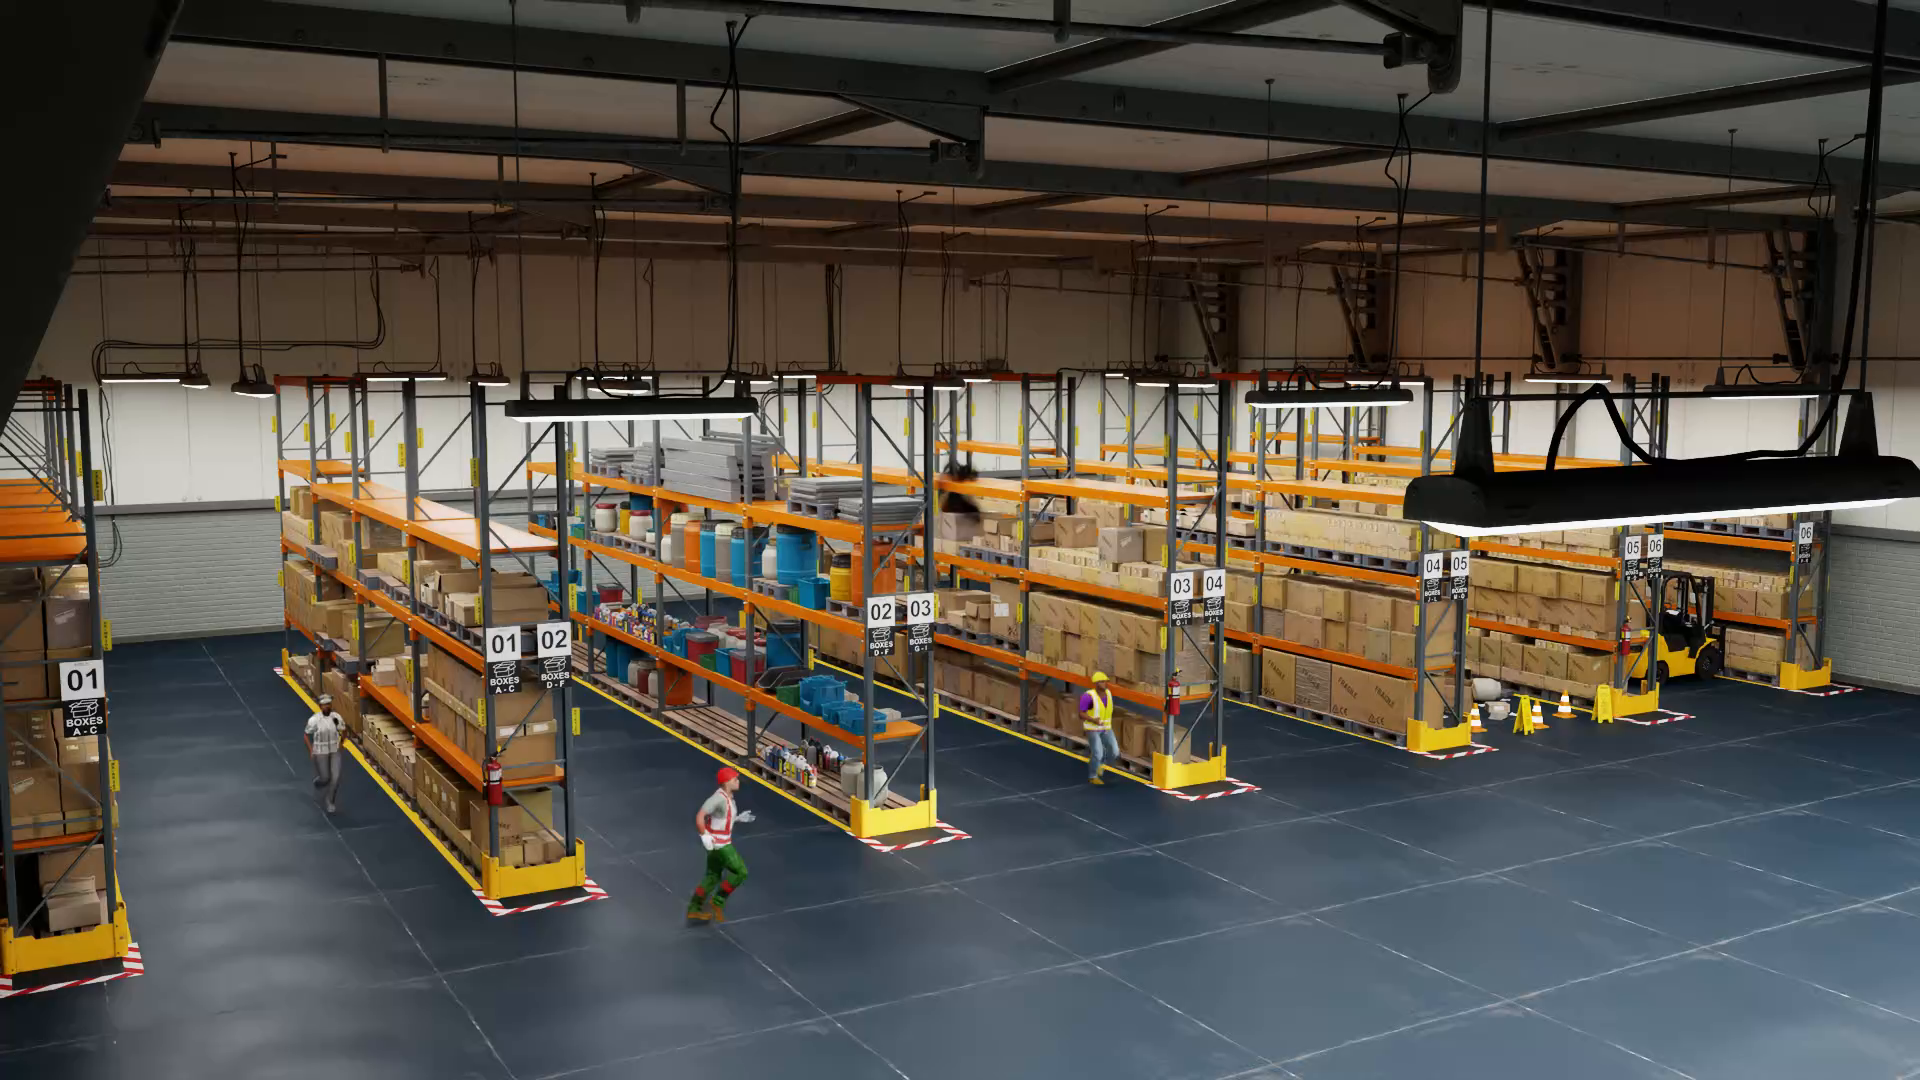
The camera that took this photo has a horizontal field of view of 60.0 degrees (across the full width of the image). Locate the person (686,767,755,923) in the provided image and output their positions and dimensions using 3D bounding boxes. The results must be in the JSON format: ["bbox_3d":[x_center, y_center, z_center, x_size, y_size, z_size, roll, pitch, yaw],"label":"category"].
[{"bbox_3d":[-2.689,3.420,18.656,0.790,1.758,0.615,-1,6,-8],"label":"person"}]

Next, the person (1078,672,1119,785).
[{"bbox_3d":[2.082,2.792,24.596,0.690,1.703,0.584,-4,7,-32],"label":"person"}]

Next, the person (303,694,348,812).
[{"bbox_3d":[-8.881,2.971,23.340,0.583,1.662,0.558,-4,7,-33],"label":"person"}]
